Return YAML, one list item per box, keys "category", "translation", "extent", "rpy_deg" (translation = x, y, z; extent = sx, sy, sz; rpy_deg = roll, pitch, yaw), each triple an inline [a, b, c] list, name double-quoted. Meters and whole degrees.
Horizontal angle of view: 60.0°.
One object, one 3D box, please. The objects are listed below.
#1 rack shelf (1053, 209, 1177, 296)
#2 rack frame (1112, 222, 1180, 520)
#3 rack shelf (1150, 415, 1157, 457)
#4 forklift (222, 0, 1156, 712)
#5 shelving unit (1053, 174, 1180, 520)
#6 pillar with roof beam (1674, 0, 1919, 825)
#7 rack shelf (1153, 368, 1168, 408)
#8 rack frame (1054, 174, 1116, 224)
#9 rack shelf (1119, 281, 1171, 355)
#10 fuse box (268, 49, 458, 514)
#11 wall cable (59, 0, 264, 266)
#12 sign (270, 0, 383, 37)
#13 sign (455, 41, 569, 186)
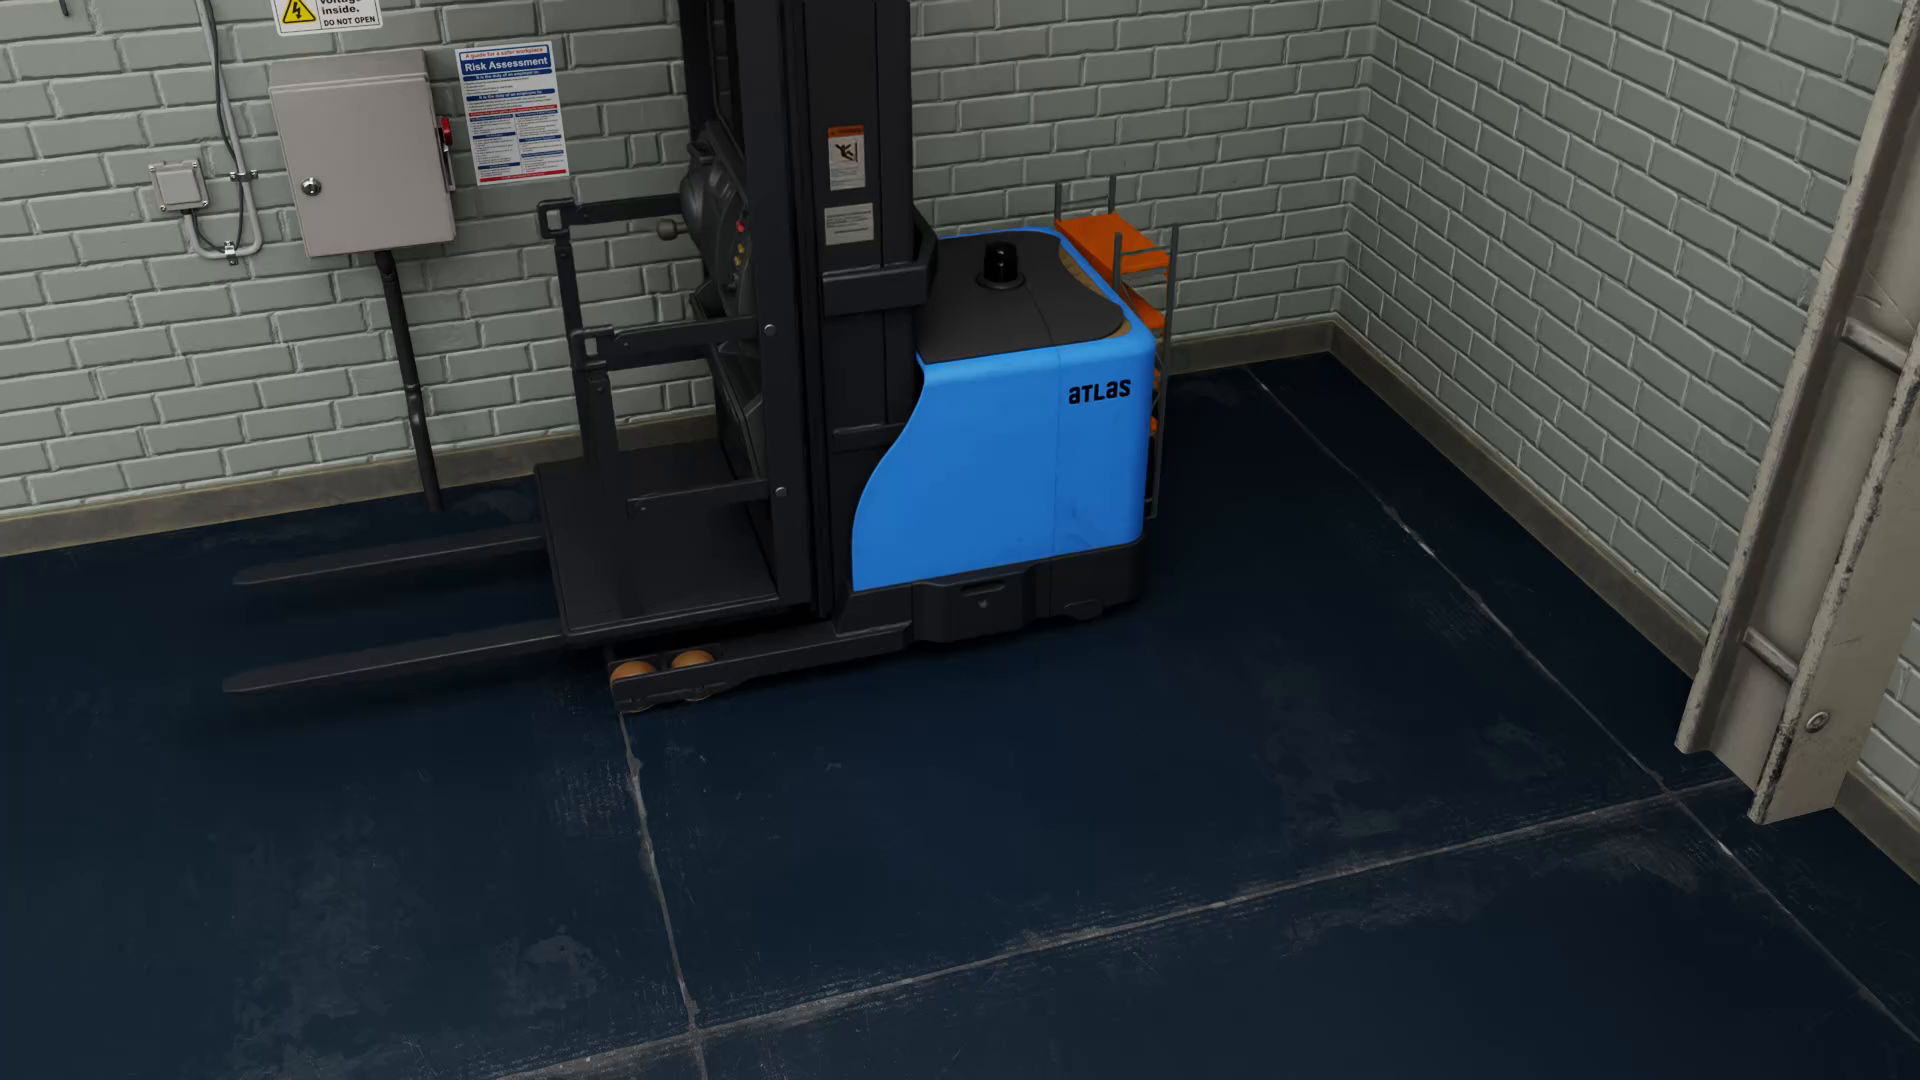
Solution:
- category: "rack shelf"
  translation: [0.551, -1.019, 5.991]
  extent: [0.258, 0.148, 0.480]
  rpy_deg: [-12, 35, -18]
- category: "rack frame"
  translation: [0.642, -0.566, 6.019]
  extent: [0.240, 1.200, 0.015]
  rpy_deg: [-12, 35, -18]
- category: "rack shelf"
  translation: [0.551, -0.469, 6.354]
  extent: [0.258, 0.148, 0.480]
  rpy_deg: [-12, 35, -18]
- category: "forklift"
  translation: [-0.931, -0.989, 5.089]
  extent: [3.031, 2.935, 1.130]
  rpy_deg: [-10, 35, -14]
- category: "shelving unit"
  translation: [0.551, -0.691, 6.208]
  extent: [0.258, 1.200, 0.503]
  rpy_deg: [-12, 35, -18]
- category: "pillar with roof beam"
  translation: [-1.632, -2.308, 1.581]
  extent: [9.100, 9.000, 0.400]
  rpy_deg: [-10, 35, -15]
- category: "rack shelf"
  translation: [0.551, -0.635, 6.245]
  extent: [0.258, 0.148, 0.480]
  rpy_deg: [-12, 35, -18]
- category: "rack frame"
  translation: [0.460, -0.816, 6.397]
  extent: [0.240, 1.200, 0.015]
  rpy_deg: [-12, 35, -18]
- category: "rack shelf"
  translation: [0.551, -0.822, 6.121]
  extent: [0.258, 0.148, 0.480]
  rpy_deg: [-12, 35, -18]
- category: "fuse box"
  translation: [-1.991, -0.821, 5.941]
  extent: [0.539, 1.711, 0.414]
  rpy_deg: [-10, 35, -15]
- category: "wall cable"
  translation: [-2.689, -1.751, 5.257]
  extent: [0.588, 1.984, 0.122]
  rpy_deg: [-10, 35, -15]
- category: "sign"
  translation: [-2.107, -1.803, 5.508]
  extent: [0.339, 0.242, 0.001]
  rpy_deg: [-10, 35, -15]
- category: "sign"
  translation: [-1.584, -1.511, 5.902]
  extent: [0.329, 0.494, 0.001]
  rpy_deg: [-10, 35, -15]
